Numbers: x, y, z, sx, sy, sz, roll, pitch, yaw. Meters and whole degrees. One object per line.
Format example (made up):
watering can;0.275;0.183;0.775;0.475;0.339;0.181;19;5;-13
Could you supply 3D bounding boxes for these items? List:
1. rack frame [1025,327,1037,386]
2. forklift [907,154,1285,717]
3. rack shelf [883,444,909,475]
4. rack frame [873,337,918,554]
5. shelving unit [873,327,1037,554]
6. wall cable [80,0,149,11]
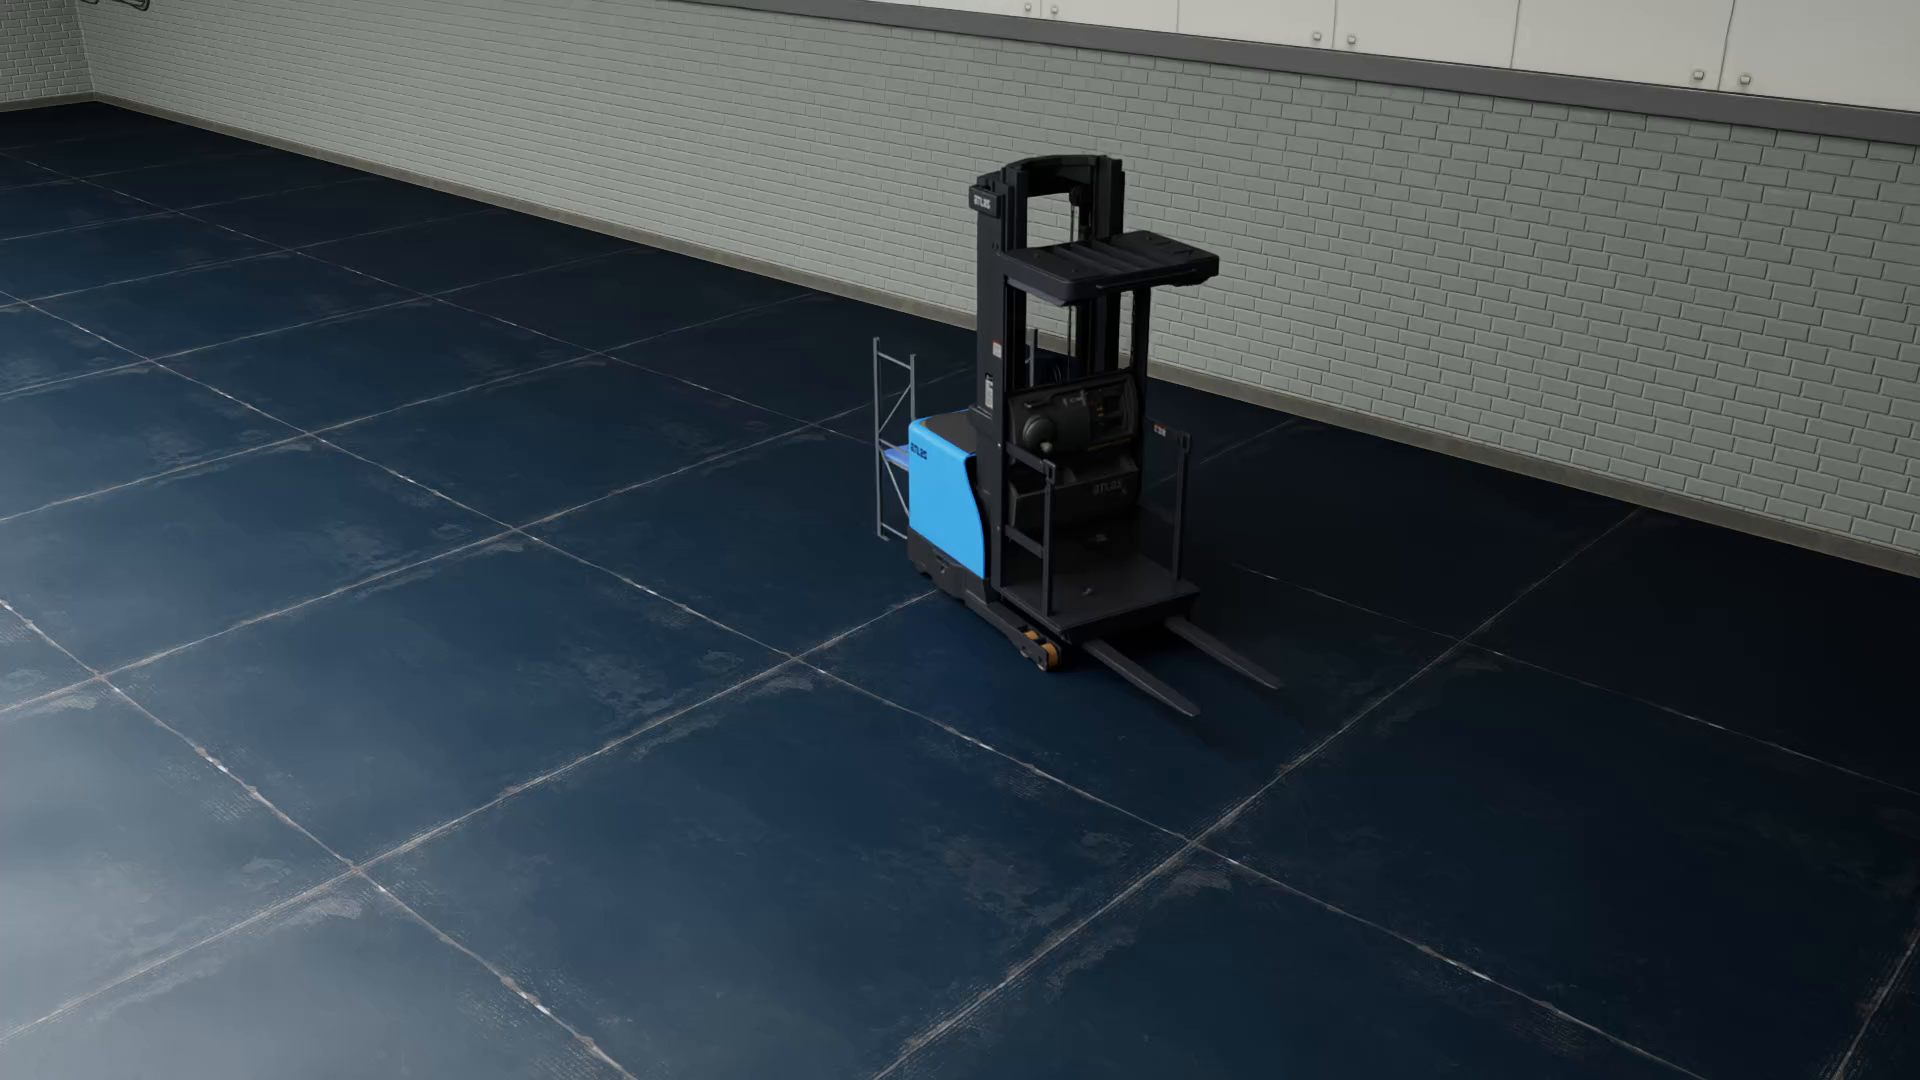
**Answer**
rack frame;0.384;-0.880;12.179;0.032;1.500;0.500;-16;29;-32
forklift;0.820;-0.749;10.137;1.130;2.935;3.031;-14;28;-28
rack shelf;-0.029;-0.595;11.982;1.000;0.185;0.538;-16;29;-32
rack frame;-0.442;-0.638;11.638;0.032;1.500;0.500;-16;29;-32
shelving unit;-0.029;-0.759;11.908;1.048;1.500;0.538;-16;29;-32
wall cable;-14.192;-10.039;27.235;3.097;2.526;0.112;20;31;38
